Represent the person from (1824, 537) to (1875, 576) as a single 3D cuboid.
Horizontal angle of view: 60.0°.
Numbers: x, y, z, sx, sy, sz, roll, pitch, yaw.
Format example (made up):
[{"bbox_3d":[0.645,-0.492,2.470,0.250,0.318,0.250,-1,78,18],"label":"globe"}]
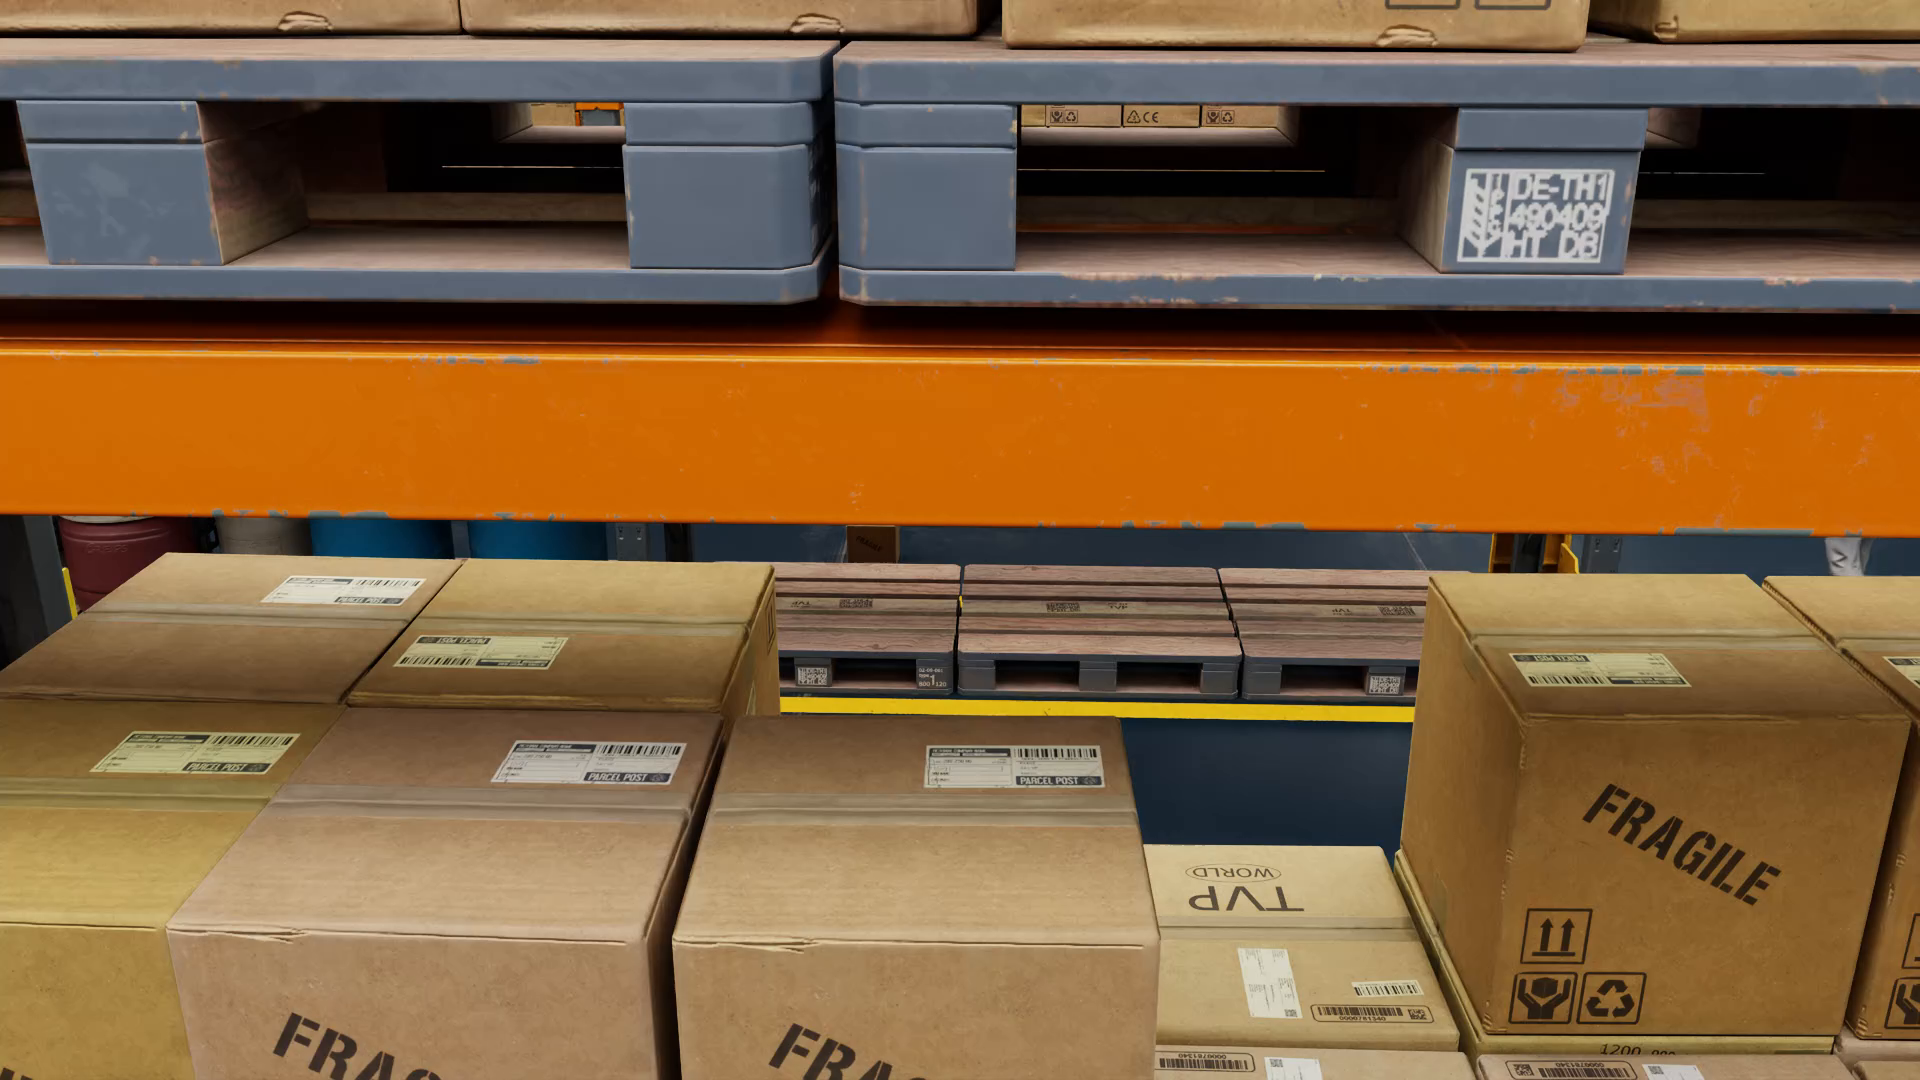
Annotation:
[{"bbox_3d":[3.927,-0.292,7.289,0.527,1.628,0.959,2,21,6],"label":"person"}]
